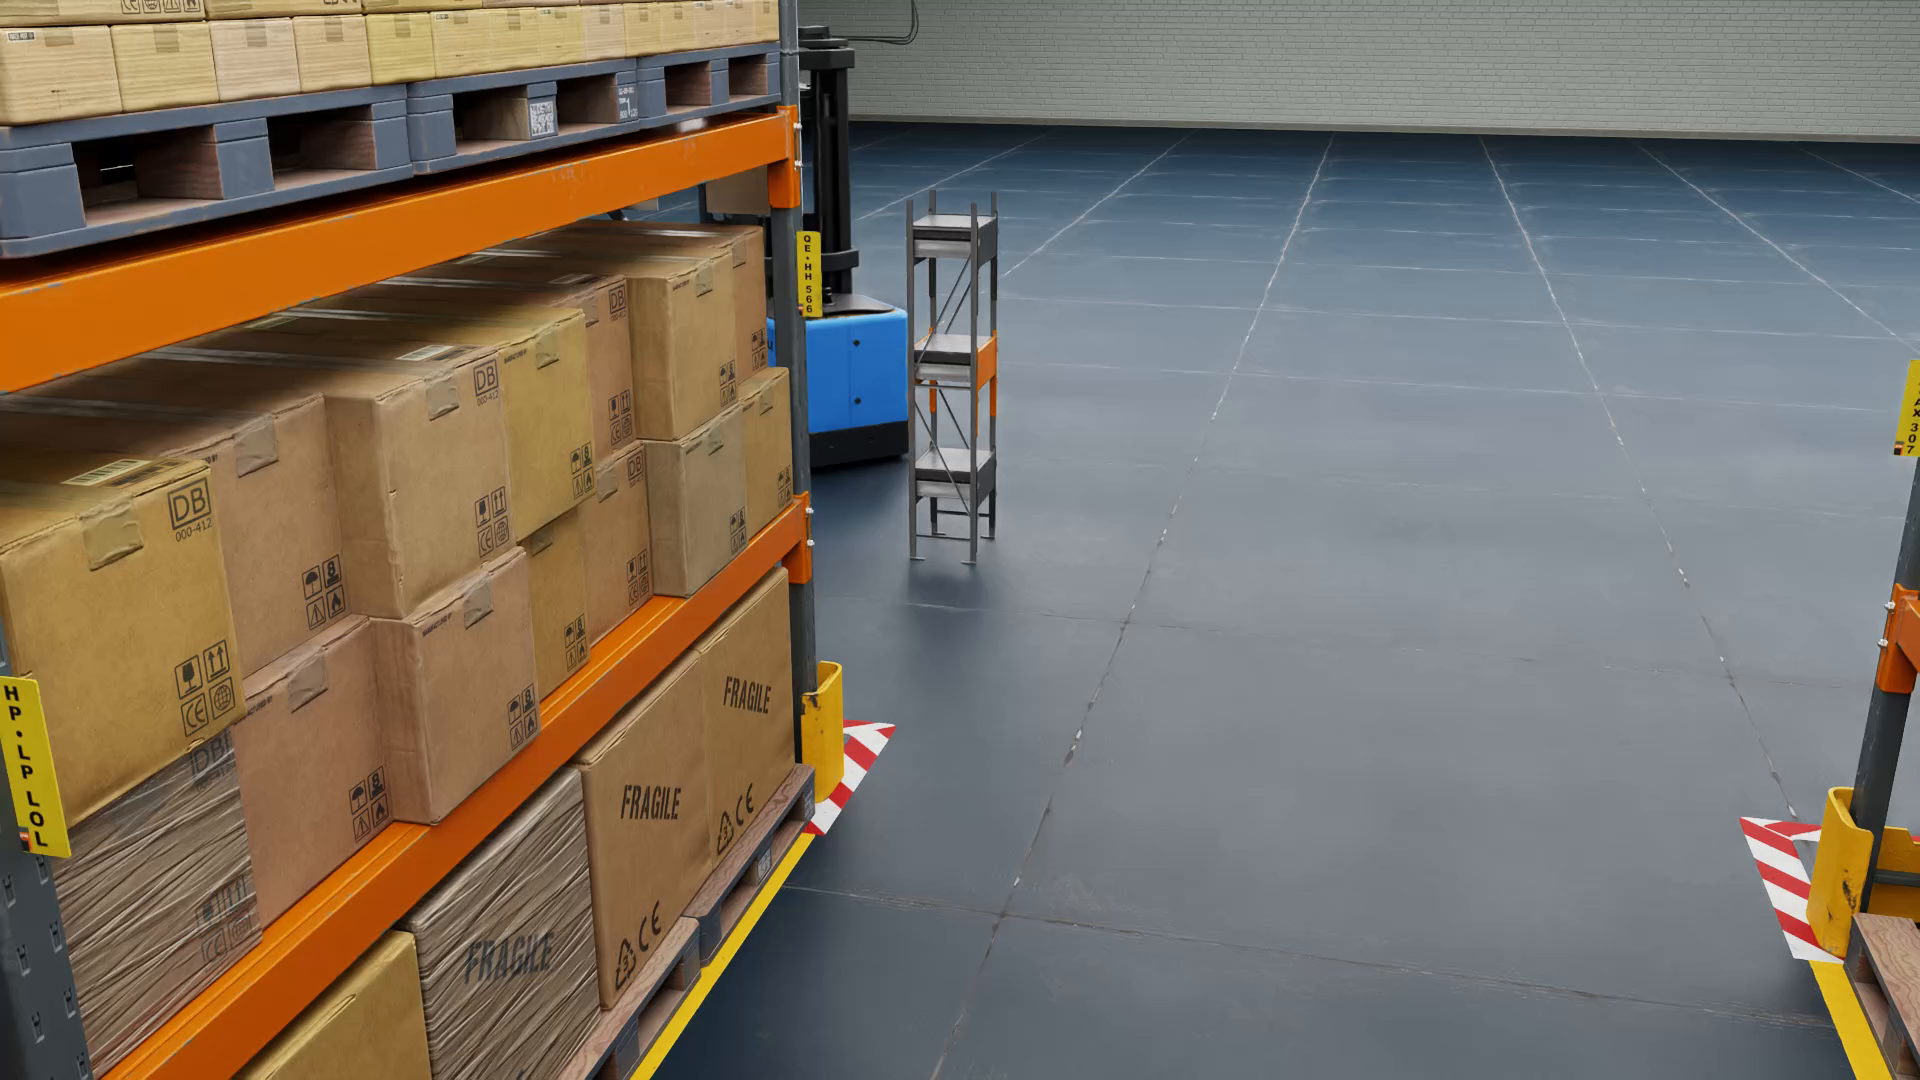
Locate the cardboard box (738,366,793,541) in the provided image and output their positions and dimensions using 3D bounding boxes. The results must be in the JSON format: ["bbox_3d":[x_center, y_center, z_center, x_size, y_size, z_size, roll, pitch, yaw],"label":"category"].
[{"bbox_3d":[-1.149,-0.355,6.355,0.875,0.550,0.550,5,19,13],"label":"cardboard box"}]

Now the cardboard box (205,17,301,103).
[{"bbox_3d":[-1.537,-0.944,3.253,0.380,0.149,0.250,5,19,13],"label":"cardboard box"}]

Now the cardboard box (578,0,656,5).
[{"bbox_3d":[-1.197,-1.650,4.704,0.500,0.250,0.500,5,19,13],"label":"cardboard box"}]

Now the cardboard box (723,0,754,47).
[{"bbox_3d":[-0.917,-1.741,5.587,0.380,0.149,0.250,5,19,14],"label":"cardboard box"}]

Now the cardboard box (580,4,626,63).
[{"bbox_3d":[-1.166,-1.422,4.652,0.380,0.149,0.250,5,19,14],"label":"cardboard box"}]

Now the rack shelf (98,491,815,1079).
[{"bbox_3d":[-1.591,0.563,5.011,1.077,0.370,4.000,5,19,13],"label":"rack shelf"}]

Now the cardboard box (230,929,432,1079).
[{"bbox_3d":[-1.858,1.465,3.896,0.875,0.875,0.875,5,19,14],"label":"cardboard box"}]

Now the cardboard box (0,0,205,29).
[{"bbox_3d":[-1.689,-1.017,2.851,0.500,0.250,0.500,5,19,14],"label":"cardboard box"}]

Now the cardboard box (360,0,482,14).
[{"bbox_3d":[-1.444,-1.333,3.777,0.500,0.250,0.500,4,19,13],"label":"cardboard box"}]

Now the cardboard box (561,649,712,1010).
[{"bbox_3d":[-1.417,0.896,5.560,0.875,0.875,0.875,4,19,13],"label":"cardboard box"}]

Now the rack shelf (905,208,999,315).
[{"bbox_3d":[-0.040,-1.591,9.474,0.431,0.518,0.480,5,19,13],"label":"rack shelf"}]

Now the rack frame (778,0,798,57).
[{"bbox_3d":[-1.102,-3.243,5.760,1.000,3.000,0.127,5,19,13],"label":"rack frame"}]

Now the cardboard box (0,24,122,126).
[{"bbox_3d":[-1.661,-0.784,2.786,0.380,0.149,0.250,4,19,12],"label":"cardboard box"}]

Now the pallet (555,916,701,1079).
[{"bbox_3d":[-1.522,1.554,5.313,1.003,0.211,1.213,5,19,13],"label":"pallet"}]

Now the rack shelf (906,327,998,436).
[{"bbox_3d":[-0.040,-0.929,9.701,0.431,0.518,0.480,5,19,13],"label":"rack shelf"}]

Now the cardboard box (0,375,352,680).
[{"bbox_3d":[-1.934,-0.027,3.723,0.875,0.550,0.550,5,19,13],"label":"cardboard box"}]

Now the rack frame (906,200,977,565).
[{"bbox_3d":[-0.100,-0.865,9.472,0.400,2.100,0.015,5,19,13],"label":"rack frame"}]

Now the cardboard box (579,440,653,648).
[{"bbox_3d":[-1.521,-0.015,5.360,0.875,0.550,0.550,5,19,13],"label":"cardboard box"}]

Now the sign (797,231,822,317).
[{"bbox_3d":[-0.579,-1.017,6.366,0.100,0.325,0.005,5,19,13],"label":"sign"}]

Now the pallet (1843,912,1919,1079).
[{"bbox_3d":[3.431,1.615,5.134,1.003,0.211,1.213,5,19,13],"label":"pallet"}]

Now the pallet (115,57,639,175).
[{"bbox_3d":[-1.569,-1.165,4.453,1.003,0.211,1.213,5,19,13],"label":"pallet"}]

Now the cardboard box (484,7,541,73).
[{"bbox_3d":[-1.289,-1.261,4.182,0.380,0.149,0.250,5,19,14],"label":"cardboard box"}]

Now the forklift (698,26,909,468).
[{"bbox_3d":[-1.487,-2.290,12.356,1.130,2.935,3.031,-10,21,-27],"label":"forklift"}]

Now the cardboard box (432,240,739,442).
[{"bbox_3d":[-1.275,-0.693,5.674,0.875,0.550,0.550,5,19,13],"label":"cardboard box"}]

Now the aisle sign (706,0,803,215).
[{"bbox_3d":[-0.794,-1.633,6.305,0.394,0.787,0.004,5,19,13],"label":"aisle sign"}]

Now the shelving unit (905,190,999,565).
[{"bbox_3d":[-0.040,-0.942,9.696,0.431,2.100,0.503,5,19,13],"label":"shelving unit"}]

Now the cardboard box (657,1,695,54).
[{"bbox_3d":[-1.042,-1.581,5.119,0.380,0.149,0.250,5,19,14],"label":"cardboard box"}]

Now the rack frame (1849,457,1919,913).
[{"bbox_3d":[3.683,0.019,5.490,1.000,3.000,0.127,5,19,13],"label":"rack frame"}]

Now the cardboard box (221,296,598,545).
[{"bbox_3d":[-1.547,-0.352,4.675,0.875,0.550,0.500,5,19,13],"label":"cardboard box"}]

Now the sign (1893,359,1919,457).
[{"bbox_3d":[3.157,-0.433,5.476,0.100,0.325,0.005,5,19,13],"label":"sign"}]

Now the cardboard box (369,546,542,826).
[{"bbox_3d":[-1.642,0.328,4.355,0.875,0.550,0.550,5,19,13],"label":"cardboard box"}]

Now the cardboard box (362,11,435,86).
[{"bbox_3d":[-1.414,-1.103,3.721,0.380,0.149,0.250,4,19,13],"label":"cardboard box"}]

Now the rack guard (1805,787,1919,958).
[{"bbox_3d":[3.664,1.226,5.825,1.175,0.500,0.348,5,19,13],"label":"rack guard"}]

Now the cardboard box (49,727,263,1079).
[{"bbox_3d":[-2.001,0.662,3.376,0.875,0.550,0.550,5,19,13],"label":"cardboard box"}]
